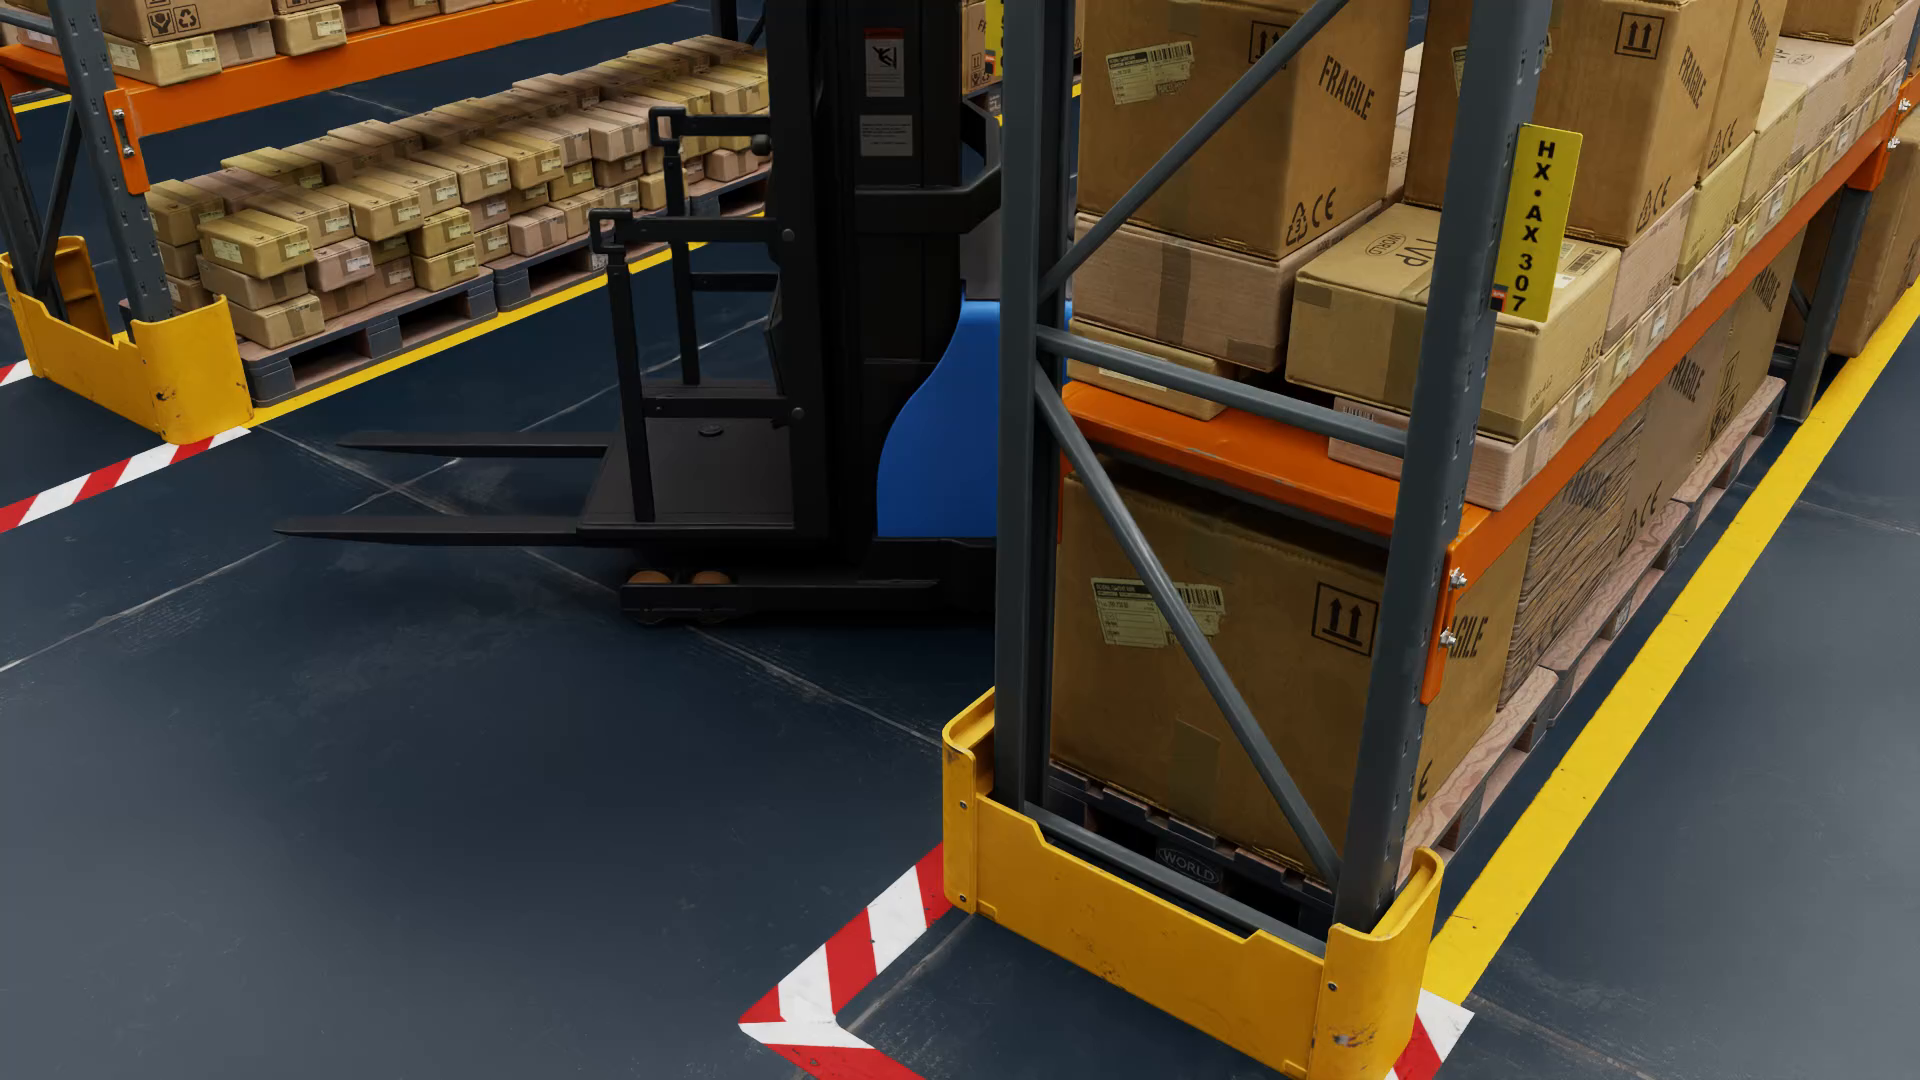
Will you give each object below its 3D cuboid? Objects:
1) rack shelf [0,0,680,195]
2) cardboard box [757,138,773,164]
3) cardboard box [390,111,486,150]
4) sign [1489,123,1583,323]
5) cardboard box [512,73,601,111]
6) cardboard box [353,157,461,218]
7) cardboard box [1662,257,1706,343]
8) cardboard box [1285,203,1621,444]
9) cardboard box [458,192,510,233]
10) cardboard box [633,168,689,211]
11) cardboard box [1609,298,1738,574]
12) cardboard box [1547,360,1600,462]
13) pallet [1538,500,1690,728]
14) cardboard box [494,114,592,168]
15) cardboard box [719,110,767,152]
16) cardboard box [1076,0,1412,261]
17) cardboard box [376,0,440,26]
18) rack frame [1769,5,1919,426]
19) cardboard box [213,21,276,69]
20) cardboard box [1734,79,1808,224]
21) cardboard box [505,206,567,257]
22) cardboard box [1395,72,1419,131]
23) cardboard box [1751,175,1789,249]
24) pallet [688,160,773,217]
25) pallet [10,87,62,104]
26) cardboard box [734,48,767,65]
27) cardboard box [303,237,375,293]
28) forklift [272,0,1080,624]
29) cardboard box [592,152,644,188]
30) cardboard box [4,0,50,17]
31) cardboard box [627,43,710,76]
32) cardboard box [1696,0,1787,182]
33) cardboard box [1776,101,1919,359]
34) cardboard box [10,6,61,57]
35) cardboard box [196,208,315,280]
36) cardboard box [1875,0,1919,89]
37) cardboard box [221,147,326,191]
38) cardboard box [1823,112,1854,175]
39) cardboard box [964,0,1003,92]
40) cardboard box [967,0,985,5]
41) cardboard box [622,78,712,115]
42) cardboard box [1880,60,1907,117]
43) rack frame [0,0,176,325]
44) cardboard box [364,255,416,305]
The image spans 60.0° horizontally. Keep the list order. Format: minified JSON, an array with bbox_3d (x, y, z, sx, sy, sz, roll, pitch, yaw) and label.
[{"bbox_3d":[-2.170,-2.361,7.497,1.077,0.370,4.000,21,37,31],"label":"rack shelf"},{"bbox_3d":[-1.152,-2.093,8.724,0.380,0.149,0.250,22,37,33],"label":"cardboard box"},{"bbox_3d":[-2.436,-1.874,7.772,0.380,0.149,0.250,20,36,30],"label":"cardboard box"},{"bbox_3d":[0.954,-0.523,2.764,0.100,0.325,0.005,21,37,31],"label":"sign"},{"bbox_3d":[-2.021,-2.214,8.345,0.380,0.149,0.250,22,37,32],"label":"cardboard box"},{"bbox_3d":[-2.382,-1.514,7.164,0.380,0.149,0.250,19,36,29],"label":"cardboard box"},{"bbox_3d":[1.612,-0.643,4.139,0.380,0.149,0.250,20,36,30],"label":"cardboard box"},{"bbox_3d":[1.021,-0.465,3.448,0.500,0.250,0.500,20,36,30],"label":"cardboard box"},{"bbox_3d":[-2.243,-1.502,7.435,0.380,0.149,0.250,19,36,29],"label":"cardboard box"},{"bbox_3d":[-1.553,-1.752,8.149,0.380,0.149,0.250,21,37,31],"label":"cardboard box"},{"bbox_3d":[1.925,-0.573,5.446,0.875,0.875,0.875,21,37,31],"label":"cardboard box"},{"bbox_3d":[1.147,-0.329,3.610,0.380,0.149,0.250,21,36,31],"label":"cardboard box"},{"bbox_3d":[1.673,0.067,5.430,1.003,0.211,1.213,21,37,31],"label":"pallet"},{"bbox_3d":[-1.936,-1.848,7.728,0.380,0.149,0.250,21,37,31],"label":"cardboard box"},{"bbox_3d":[-1.201,-2.111,8.463,0.380,0.149,0.250,20,36,30],"label":"cardboard box"},{"bbox_3d":[0.600,-0.955,3.539,0.500,0.500,0.500,22,37,32],"label":"cardboard box"},{"bbox_3d":[-2.365,-2.239,6.833,0.380,0.149,0.250,21,36,31],"label":"cardboard box"},{"bbox_3d":[2.930,-1.916,6.040,1.000,3.000,0.127,21,37,31],"label":"rack frame"},{"bbox_3d":[-2.800,-1.896,6.254,0.380,0.149,0.250,23,37,33],"label":"cardboard box"},{"bbox_3d":[1.946,-1.095,4.511,0.500,0.250,0.500,20,36,30],"label":"cardboard box"},{"bbox_3d":[-2.030,-1.438,7.619,0.380,0.149,0.250,19,36,29],"label":"cardboard box"},{"bbox_3d":[1.210,-1.045,4.426,0.500,0.250,0.500,20,36,30],"label":"cardboard box"},{"bbox_3d":[2.077,-0.957,4.669,0.380,0.149,0.250,22,37,32],"label":"cardboard box"},{"bbox_3d":[-1.340,-2.000,8.917,1.003,0.211,1.213,21,37,31],"label":"pallet"},{"bbox_3d":[-6.228,-2.983,10.576,1.003,0.211,1.213,21,37,31],"label":"pallet"},{"bbox_3d":[-0.970,-2.469,8.774,0.380,0.149,0.250,22,37,33],"label":"cardboard box"},{"bbox_3d":[-2.646,-1.167,6.870,0.380,0.149,0.250,21,37,31],"label":"cardboard box"},{"bbox_3d":[-0.705,-1.264,5.008,3.031,2.935,1.130,0,31,0],"label":"forklift"},{"bbox_3d":[-1.747,-1.827,7.984,0.380,0.149,0.250,19,36,29],"label":"cardboard box"},{"bbox_3d":[-3.312,-2.290,6.282,0.500,0.500,0.500,22,37,32],"label":"cardboard box"},{"bbox_3d":[-1.550,-2.523,8.866,0.380,0.149,0.250,23,38,34],"label":"cardboard box"},{"bbox_3d":[1.630,-1.203,3.958,0.500,0.500,0.500,20,36,30],"label":"cardboard box"},{"bbox_3d":[3.301,-1.448,6.924,1.225,0.875,0.875,21,37,31],"label":"cardboard box"},{"bbox_3d":[-3.406,-1.969,6.376,0.380,0.149,0.250,21,37,31],"label":"cardboard box"},{"bbox_3d":[-2.791,-1.176,6.593,0.380,0.149,0.250,19,36,29],"label":"cardboard box"},{"bbox_3d":[2.873,-1.719,5.563,0.500,0.250,0.500,20,36,30],"label":"cardboard box"},{"bbox_3d":[-3.008,-1.589,7.291,0.380,0.149,0.250,20,36,30],"label":"cardboard box"},{"bbox_3d":[2.542,-1.269,5.196,0.380,0.149,0.250,22,37,32],"label":"cardboard box"},{"bbox_3d":[0.012,-3.023,9.948,0.500,0.500,0.500,23,38,33],"label":"cardboard box"},{"bbox_3d":[0.013,-3.347,9.760,0.500,0.250,0.500,22,37,33],"label":"cardboard box"},{"bbox_3d":[-1.456,-2.168,8.266,0.380,0.149,0.250,22,37,33],"label":"cardboard box"},{"bbox_3d":[3.007,-1.583,5.725,0.380,0.149,0.250,21,37,32],"label":"cardboard box"},{"bbox_3d":[-3.378,-1.857,5.942,1.000,3.000,0.127,21,37,31],"label":"rack frame"},{"bbox_3d":[-2.569,-1.161,7.151,0.380,0.149,0.250,22,37,32],"label":"cardboard box"}]
